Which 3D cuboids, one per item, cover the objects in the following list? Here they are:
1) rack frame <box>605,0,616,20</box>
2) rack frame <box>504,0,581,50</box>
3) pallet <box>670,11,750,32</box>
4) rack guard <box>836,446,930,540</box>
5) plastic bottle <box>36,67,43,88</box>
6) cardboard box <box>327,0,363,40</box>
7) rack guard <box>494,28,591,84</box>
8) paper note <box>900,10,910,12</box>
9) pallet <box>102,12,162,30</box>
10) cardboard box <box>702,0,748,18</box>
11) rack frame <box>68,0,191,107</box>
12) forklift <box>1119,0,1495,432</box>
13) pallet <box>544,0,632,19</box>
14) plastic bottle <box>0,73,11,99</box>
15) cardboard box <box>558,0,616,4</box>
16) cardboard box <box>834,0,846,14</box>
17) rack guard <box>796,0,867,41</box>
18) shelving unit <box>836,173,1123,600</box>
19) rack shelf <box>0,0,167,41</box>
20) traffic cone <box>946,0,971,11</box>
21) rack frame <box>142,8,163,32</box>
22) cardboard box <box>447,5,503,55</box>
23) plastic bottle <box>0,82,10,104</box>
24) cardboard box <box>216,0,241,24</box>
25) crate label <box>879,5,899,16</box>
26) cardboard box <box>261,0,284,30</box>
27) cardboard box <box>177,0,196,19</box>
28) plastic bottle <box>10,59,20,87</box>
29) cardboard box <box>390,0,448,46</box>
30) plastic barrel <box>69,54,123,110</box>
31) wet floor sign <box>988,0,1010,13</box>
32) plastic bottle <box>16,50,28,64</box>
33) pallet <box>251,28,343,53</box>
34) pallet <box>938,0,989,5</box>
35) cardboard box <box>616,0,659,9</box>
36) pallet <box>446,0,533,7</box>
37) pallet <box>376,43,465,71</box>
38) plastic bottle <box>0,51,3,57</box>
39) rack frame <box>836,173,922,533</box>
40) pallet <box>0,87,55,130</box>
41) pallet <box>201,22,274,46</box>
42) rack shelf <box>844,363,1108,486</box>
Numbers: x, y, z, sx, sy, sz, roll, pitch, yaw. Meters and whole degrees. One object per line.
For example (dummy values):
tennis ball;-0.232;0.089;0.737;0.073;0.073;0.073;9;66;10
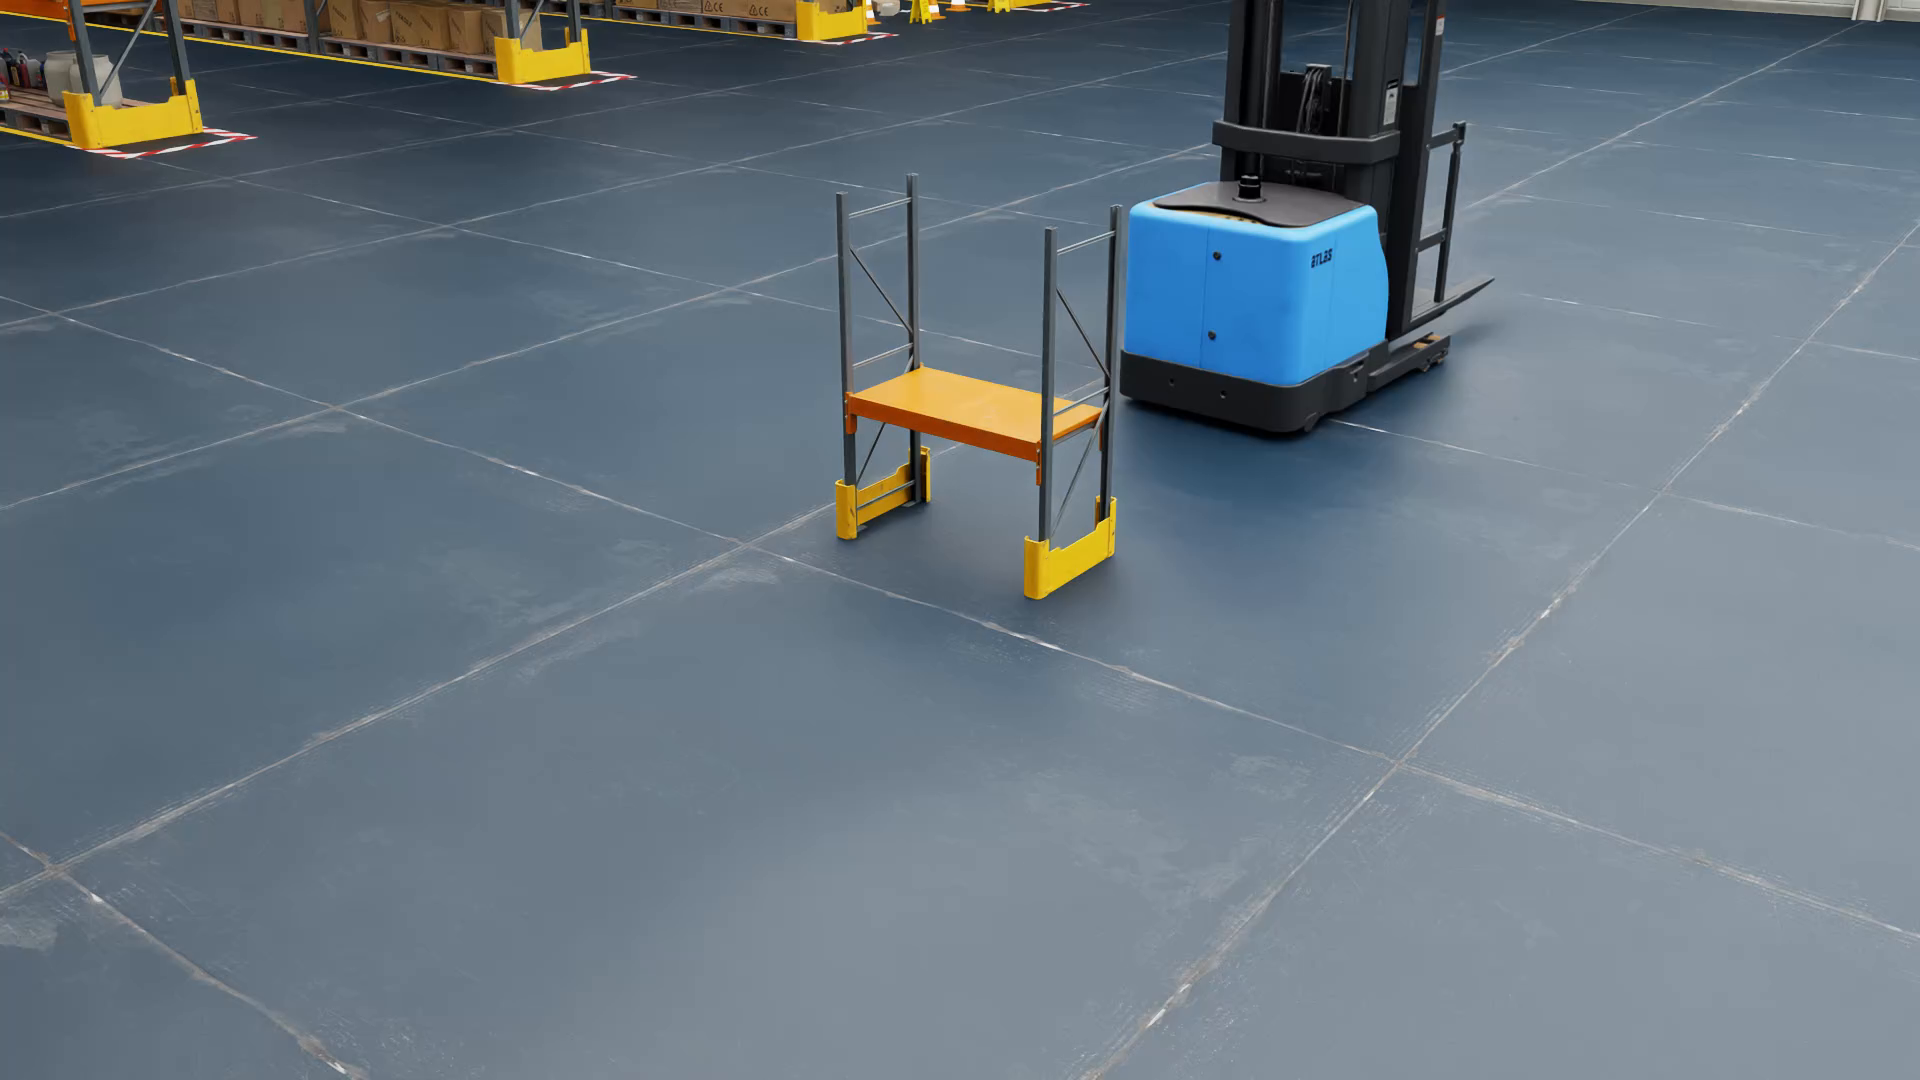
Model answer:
rack frame;-4.996;-9.383;24.826;0.127;3.000;1.000;17;29;33
rack frame;-4.851;-6.840;19.054;0.127;3.000;1.000;17;29;33
pallet;-3.454;-7.603;24.245;1.213;0.211;1.003;17;29;33
rack guard;-0.338;-0.216;7.431;0.087;0.250;0.587;17;29;33
plastic bottle;-9.683;-4.883;17.537;0.097;0.201;0.097;0;24;0
cardboard box;-7.756;-6.746;21.420;0.500;0.500;0.500;16;28;32
rack guard;-4.912;-5.715;19.600;0.348;0.500;1.175;17;29;33
paper note;-0.858;-8.265;25.971;0.142;0.019;0.148;7;25;15
pallet;-11.838;-7.714;24.495;1.213;0.211;1.003;17;29;33
cardboard box;-3.083;-7.991;23.780;0.875;0.875;0.875;16;29;32
rack frame;-7.821;-5.242;15.428;0.127;3.000;1.000;17;29;33
forklift;2.161;-2.403;9.068;1.130;2.935;3.031;18;29;35
pallet;-5.659;-8.270;25.757;1.213;0.211;1.003;17;29;33
plastic bottle;-9.676;-4.607;16.810;0.133;0.283;0.061;17;29;33
cardboard box;-5.547;-8.667;25.470;0.750;0.750;1.050;17;29;33
cardboard box;-1.831;-8.503;25.925;0.637;0.503;0.797;-1;24;-3
rack guard;-1.776;-7.266;23.122;0.348;0.500;1.175;17;29;33
shelving unit;0.061;-0.668;6.906;1.083;1.500;0.587;17;29;33
rack shelf;-9.422;-5.397;16.670;4.000;0.370;1.077;17;29;33
traffic cone;-0.025;-8.564;26.114;0.334;0.463;0.336;17;29;33
rack frame;-11.252;-8.775;23.445;0.127;3.000;1.000;17;29;33
cardboard box;-5.839;-6.178;20.132;0.500;0.500;0.500;-17;29;-34
plastic bottle;-9.554;-4.466;16.590;0.097;0.201;0.097;0;24;0
cardboard box;-9.795;-7.412;22.906;0.500;0.500;0.700;20;31;38
crate label;-1.085;-8.145;25.566;0.298;0.136;0.250;3;24;6
cardboard box;-8.900;-7.142;22.293;0.500;0.500;0.700;17;29;33
cardboard box;-10.704;-7.677;23.507;0.500;0.500;0.700;15;28;31
plastic bottle;-9.963;-4.941;17.568;0.133;0.283;0.061;17;29;33
cardboard box;-6.749;-6.485;20.828;0.500;0.500;0.500;14;27;29
plastic barrel;-8.394;-4.430;16.150;0.421;0.512;0.421;0;24;0
wet floor sign;0.603;-8.569;25.898;0.267;0.644;0.232;-15;28;-30
plastic bottle;-9.922;-5.011;17.643;0.185;0.351;0.144;17;29;33
pallet;-8.676;-6.719;22.238;1.213;0.211;1.003;17;29;33
pallet;0.403;-8.988;27.387;1.213;0.211;1.003;17;29;33
cardboard box;-4.535;-8.429;24.774;0.875;0.875;0.875;17;29;34
pallet;-7.611;-8.860;27.096;1.213;0.211;1.003;17;29;33
pallet;-6.513;-6.086;20.800;1.213;0.211;1.003;17;29;33
plastic bottle;-10.334;-5.136;17.926;0.185;0.351;0.144;16;28;32
rack frame;-0.339;-0.789;7.180;0.032;1.500;0.500;17;29;33
pallet;-9.529;-4.463;17.117;1.213;0.211;1.003;17;29;33
pallet;-9.656;-7.014;22.907;1.213;0.211;1.003;17;29;33
rack shelf;0.068;-0.501;6.973;1.000;0.185;0.538;17;29;33
